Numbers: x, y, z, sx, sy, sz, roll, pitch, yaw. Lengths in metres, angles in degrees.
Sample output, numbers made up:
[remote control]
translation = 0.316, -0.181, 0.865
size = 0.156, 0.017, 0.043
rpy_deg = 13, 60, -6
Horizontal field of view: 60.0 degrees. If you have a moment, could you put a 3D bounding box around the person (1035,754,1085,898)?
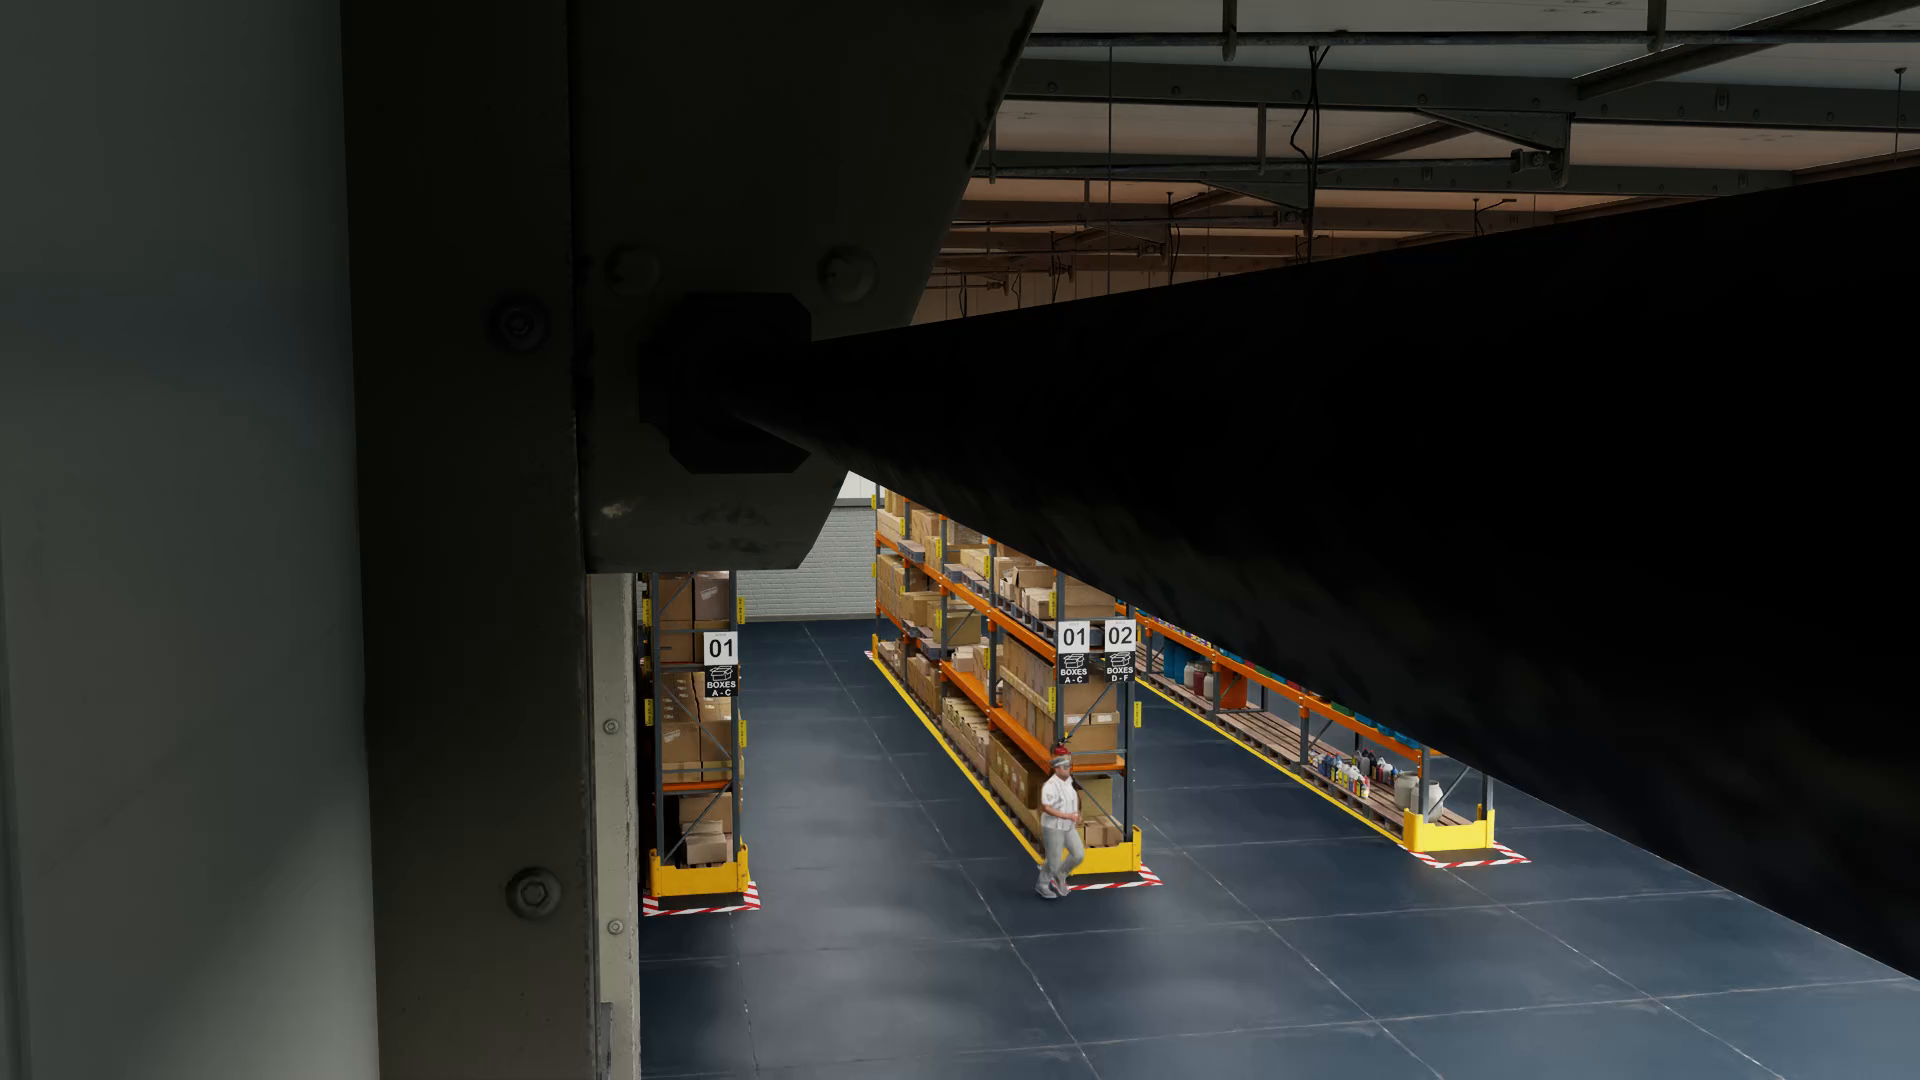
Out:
[person]
translation = 1.239, 3.427, 19.887
size = 0.678, 1.780, 0.688
rpy_deg = 5, 8, 40
